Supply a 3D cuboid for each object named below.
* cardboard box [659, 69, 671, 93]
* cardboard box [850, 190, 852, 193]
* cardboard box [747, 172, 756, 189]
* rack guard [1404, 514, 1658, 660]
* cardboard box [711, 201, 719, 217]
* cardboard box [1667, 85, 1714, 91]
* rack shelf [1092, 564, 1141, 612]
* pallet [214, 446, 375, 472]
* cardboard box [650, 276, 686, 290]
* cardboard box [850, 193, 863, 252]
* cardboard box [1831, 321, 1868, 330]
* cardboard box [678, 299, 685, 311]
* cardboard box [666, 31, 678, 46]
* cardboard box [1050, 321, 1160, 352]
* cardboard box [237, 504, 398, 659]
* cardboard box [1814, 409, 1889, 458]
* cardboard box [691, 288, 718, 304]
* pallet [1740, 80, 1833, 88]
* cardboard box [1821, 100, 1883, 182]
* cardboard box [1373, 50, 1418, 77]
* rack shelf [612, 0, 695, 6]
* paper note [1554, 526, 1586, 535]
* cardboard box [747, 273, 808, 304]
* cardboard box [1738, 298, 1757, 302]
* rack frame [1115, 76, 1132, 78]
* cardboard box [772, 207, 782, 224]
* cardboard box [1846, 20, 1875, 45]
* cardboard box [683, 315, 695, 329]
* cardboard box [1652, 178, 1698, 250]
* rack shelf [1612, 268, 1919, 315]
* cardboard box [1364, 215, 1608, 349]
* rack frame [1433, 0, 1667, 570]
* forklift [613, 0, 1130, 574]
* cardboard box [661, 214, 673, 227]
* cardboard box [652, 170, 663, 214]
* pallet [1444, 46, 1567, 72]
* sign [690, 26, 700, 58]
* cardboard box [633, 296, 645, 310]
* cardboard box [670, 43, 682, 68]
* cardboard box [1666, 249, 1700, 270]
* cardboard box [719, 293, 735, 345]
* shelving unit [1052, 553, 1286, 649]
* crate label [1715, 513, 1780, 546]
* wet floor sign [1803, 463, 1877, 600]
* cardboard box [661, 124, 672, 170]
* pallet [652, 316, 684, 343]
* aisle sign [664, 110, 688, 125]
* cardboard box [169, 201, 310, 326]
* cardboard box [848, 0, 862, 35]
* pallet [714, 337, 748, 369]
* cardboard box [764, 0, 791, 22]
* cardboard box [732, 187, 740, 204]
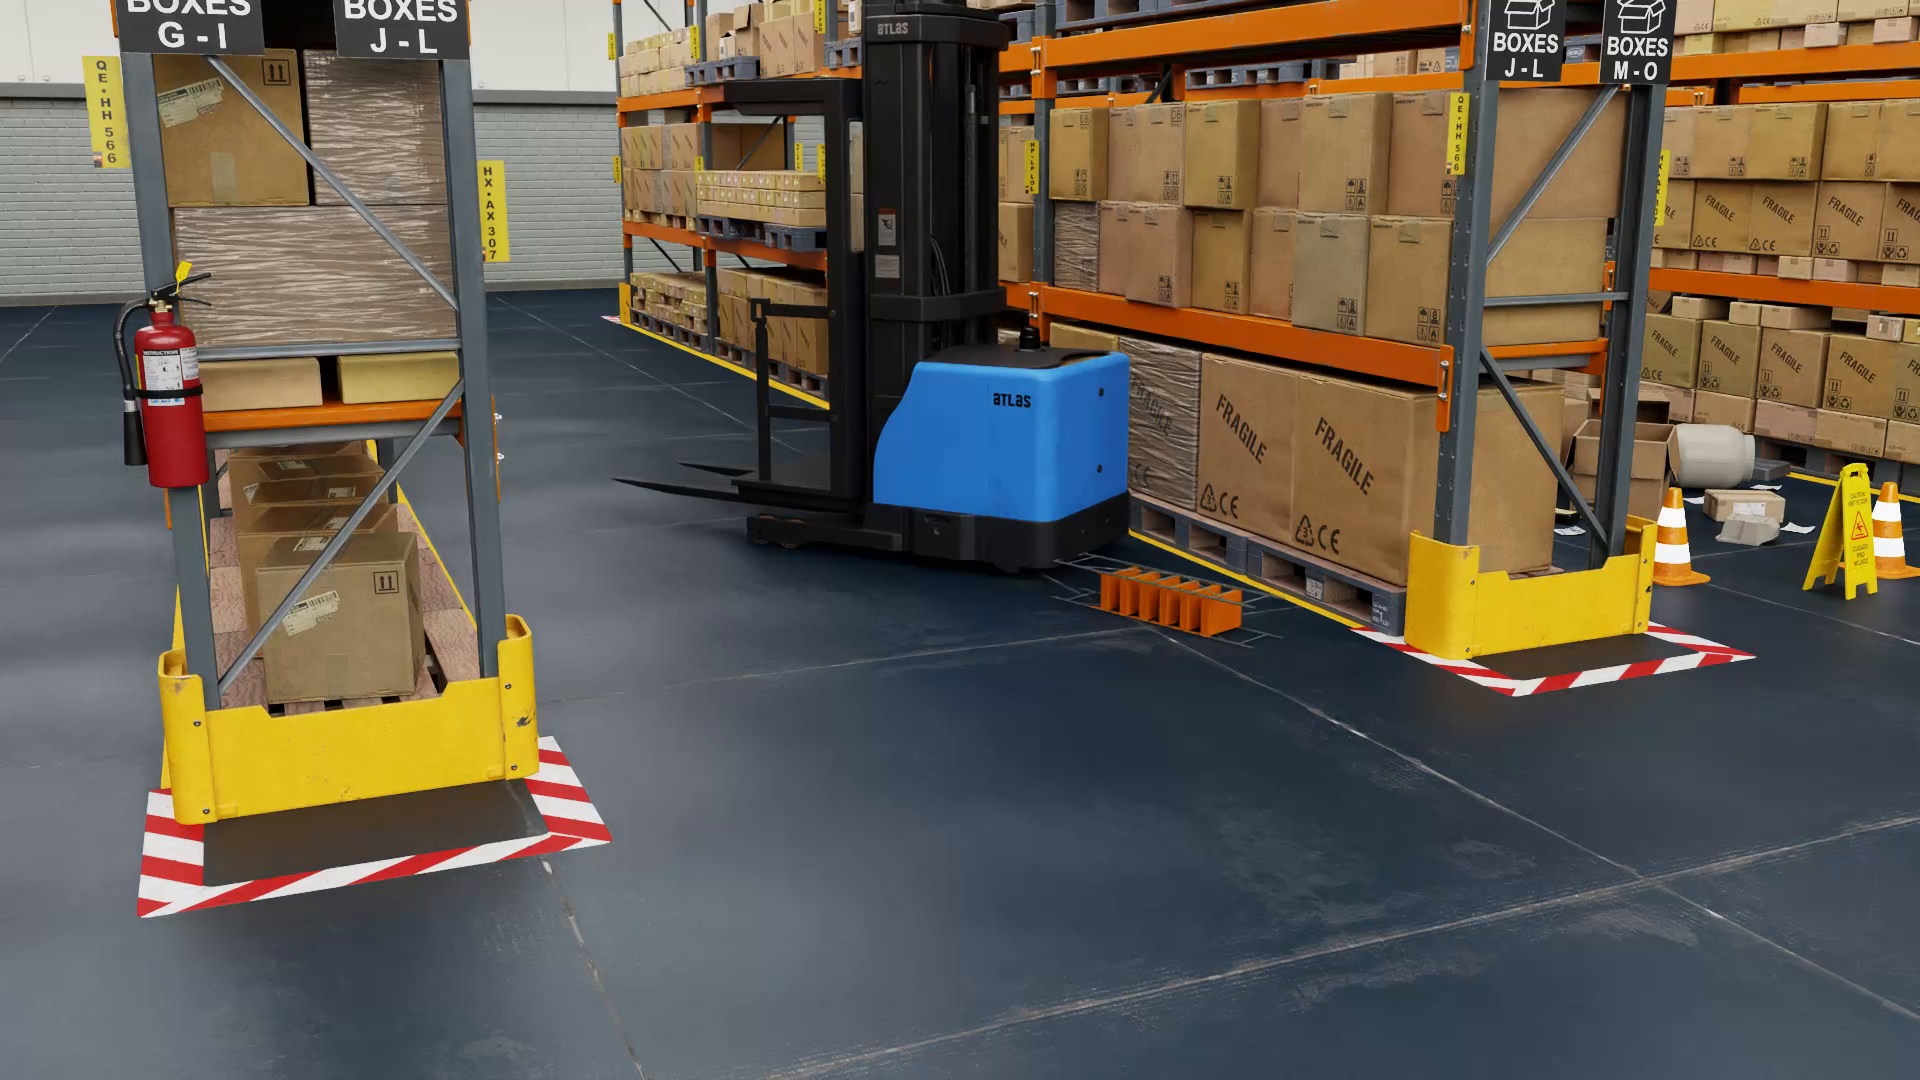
[{"bbox_3d":[-3.095,-5.188,18.813,0.500,0.250,0.500,-6,14,-24],"label":"cardboard box"},{"bbox_3d":[-0.776,-3.088,15.026,0.380,0.149,0.250,-5,14,-20],"label":"cardboard box"},{"bbox_3d":[-1.788,-3.386,15.655,0.380,0.149,0.250,-5,14,-20],"label":"cardboard box"},{"bbox_3d":[2.559,0.189,7.446,1.175,0.500,0.348,-6,14,-23],"label":"rack guard"},{"bbox_3d":[-2.308,-3.364,16.878,0.380,0.149,0.250,-6,14,-23],"label":"cardboard box"},{"bbox_3d":[7.958,-5.076,18.332,0.500,0.250,0.500,-6,14,-25],"label":"cardboard box"},{"bbox_3d":[0.755,0.224,7.971,0.258,0.180,0.103,-12,18,-42],"label":"rack shelf"},{"bbox_3d":[-4.444,-0.488,11.010,1.003,0.211,1.213,-6,14,-23],"label":"pallet"},{"bbox_3d":[-3.582,-3.153,20.412,0.380,0.149,0.250,-6,14,-26],"label":"cardboard box"},{"bbox_3d":[-0.723,-2.619,13.810,0.500,0.500,0.500,-5,14,-22],"label":"cardboard box"},{"bbox_3d":[6.336,-1.251,11.625,0.500,0.500,0.500,-5,14,-20],"label":"cardboard box"},{"bbox_3d":[-3.049,-2.730,19.246,0.380,0.149,0.250,-5,14,-22],"label":"cardboard box"},{"bbox_3d":[-3.059,-5.594,18.575,0.380,0.149,0.250,-6,14,-25],"label":"cardboard box"},{"bbox_3d":[1.135,-0.894,10.360,0.875,0.875,0.875,-5,14,-22],"label":"cardboard box"},{"bbox_3d":[-2.542,0.155,6.659,0.500,0.500,0.500,-2,13,-8],"label":"cardboard box"},{"bbox_3d":[6.059,-0.725,11.017,0.500,0.250,0.500,-6,14,-25],"label":"cardboard box"},{"bbox_3d":[-2.777,-2.718,18.533,0.380,0.149,0.250,-5,14,-22],"label":"cardboard box"},{"bbox_3d":[8.740,-4.841,17.402,1.213,0.211,1.003,-5,14,-20],"label":"pallet"},{"bbox_3d":[6.073,-2.586,10.790,0.700,0.500,0.500,-6,14,-23],"label":"cardboard box"},{"bbox_3d":[4.210,-4.468,15.150,0.700,0.500,0.500,-6,14,-23],"label":"cardboard box"},{"bbox_3d":[-3.059,-6.497,19.088,1.077,0.370,4.000,-6,14,-23],"label":"rack shelf"},{"bbox_3d":[3.493,-0.056,9.546,0.144,0.017,0.142,-1,13,-4],"label":"paper note"},{"bbox_3d":[-1.788,-2.473,16.354,0.500,0.250,0.500,-5,14,-21],"label":"cardboard box"},{"bbox_3d":[8.624,-2.522,17.948,0.875,0.625,0.625,-5,14,-21],"label":"cardboard box"},{"bbox_3d":[2.237,-6.904,19.243,1.000,3.000,0.127,-6,14,-23],"label":"rack frame"},{"bbox_3d":[-1.475,-2.934,15.021,0.380,0.149,0.250,-5,14,-22],"label":"cardboard box"},{"bbox_3d":[5.960,-3.262,10.715,0.380,0.149,0.250,-6,14,-23],"label":"cardboard box"},{"bbox_3d":[-2.919,-2.489,18.864,0.380,0.149,0.250,-6,14,-25],"label":"cardboard box"},{"bbox_3d":[5.363,-2.406,12.232,0.500,0.500,0.500,-6,14,-23],"label":"cardboard box"},{"bbox_3d":[6.243,-1.565,11.074,1.077,0.370,4.000,-6,14,-23],"label":"rack shelf"},{"bbox_3d":[2.359,-1.180,7.482,0.875,0.550,0.550,-6,14,-23],"label":"cardboard box"},{"bbox_3d":[2.549,-1.034,7.186,1.000,3.000,0.127,-6,14,-23],"label":"rack frame"},{"bbox_3d":[-0.601,-1.474,9.239,3.031,2.935,1.130,7,15,29],"label":"forklift"},{"bbox_3d":[-3.279,-3.745,19.457,0.380,0.149,0.250,-5,14,-22],"label":"cardboard box"},{"bbox_3d":[-3.301,-4.100,19.552,0.500,0.500,0.500,-6,14,-24],"label":"cardboard box"},{"bbox_3d":[4.874,-4.050,13.979,1.213,0.211,1.003,-6,14,-23],"label":"pallet"},{"bbox_3d":[-2.752,-5.176,17.283,0.100,0.325,0.005,-6,14,-23],"label":"sign"},{"bbox_3d":[-3.943,-3.018,21.150,0.380,0.149,0.250,-5,14,-22],"label":"cardboard box"},{"bbox_3d":[-2.873,-5.326,18.302,0.500,0.250,0.500,-6,14,-25],"label":"cardboard box"},{"bbox_3d":[5.423,-2.065,12.195,0.380,0.149,0.250,-5,14,-21],"label":"cardboard box"},{"bbox_3d":[-2.205,-2.324,17.369,0.500,0.500,0.500,-5,14,-21],"label":"cardboard box"},{"bbox_3d":[0.951,0.271,7.771,0.258,0.189,1.200,-12,18,-42],"label":"shelving unit"},{"bbox_3d":[4.437,-0.066,9.352,0.298,0.136,0.250,9,16,35],"label":"crate label"},{"bbox_3d":[4.375,-0.060,8.198,0.267,0.644,0.232,-9,16,-33],"label":"wet floor sign"},{"bbox_3d":[-3.098,-4.480,18.976,0.500,0.500,0.500,-5,14,-21],"label":"cardboard box"},{"bbox_3d":[-3.052,-2.543,19.889,1.003,0.211,1.213,-6,14,-23],"label":"pallet"},{"bbox_3d":[-3.614,-5.648,21.358,0.394,0.787,0.004,-6,14,-23],"label":"aisle sign"},{"bbox_3d":[-2.541,-1.009,6.197,0.875,0.500,0.500,-6,14,-23],"label":"cardboard box"},{"bbox_3d":[-0.567,-4.189,13.208,0.500,0.311,0.500,-6,14,-23],"label":"cardboard box"},{"bbox_3d":[-1.944,-1.994,17.518,1.003,0.211,1.213,-6,14,-23],"label":"pallet"},{"bbox_3d":[-1.590,-4.894,15.291,0.396,0.266,0.258,-6,14,-23],"label":"cardboard box"},{"bbox_3d":[-1.991,-3.347,16.145,0.380,0.149,0.250,-6,14,-24],"label":"cardboard box"}]
